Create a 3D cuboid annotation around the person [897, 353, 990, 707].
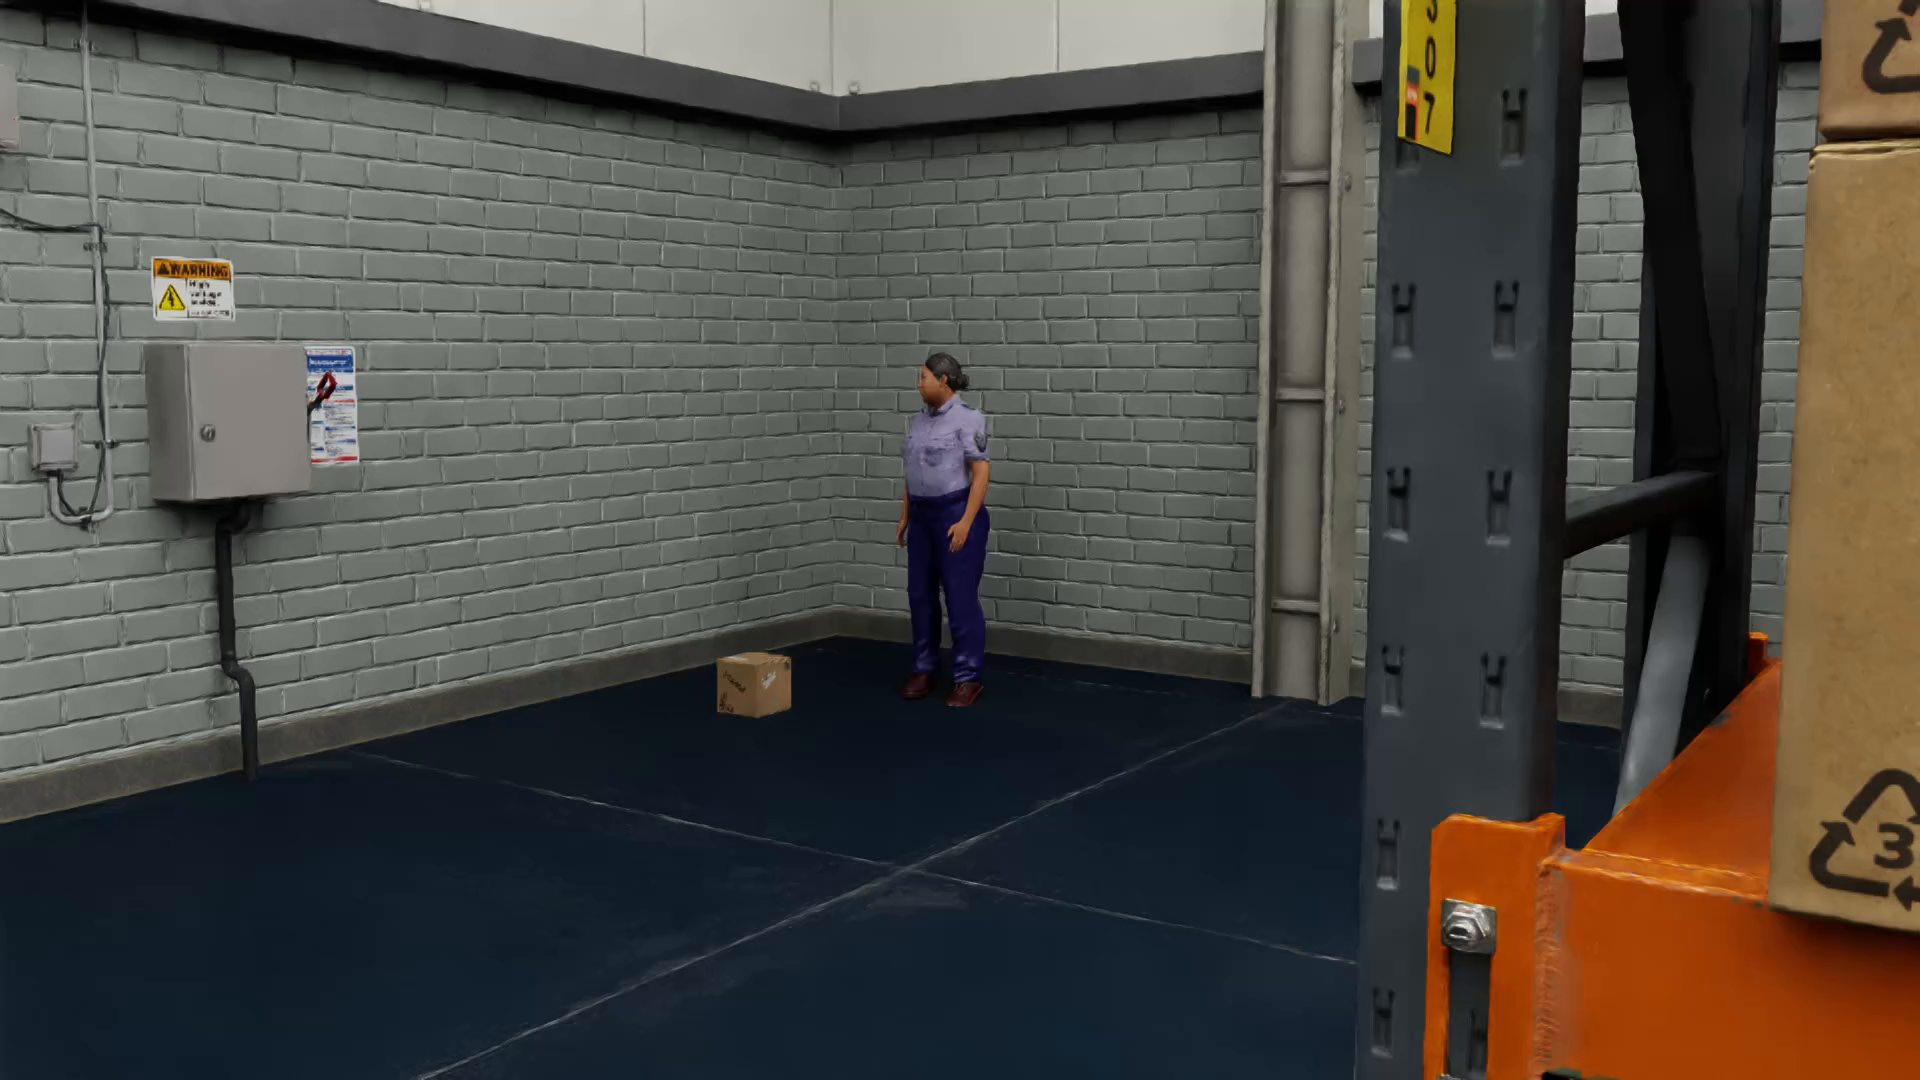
[{"bbox_3d":[-0.089,-0.048,8.027,0.399,1.679,0.529,-6,9,-43],"label":"person"}]
